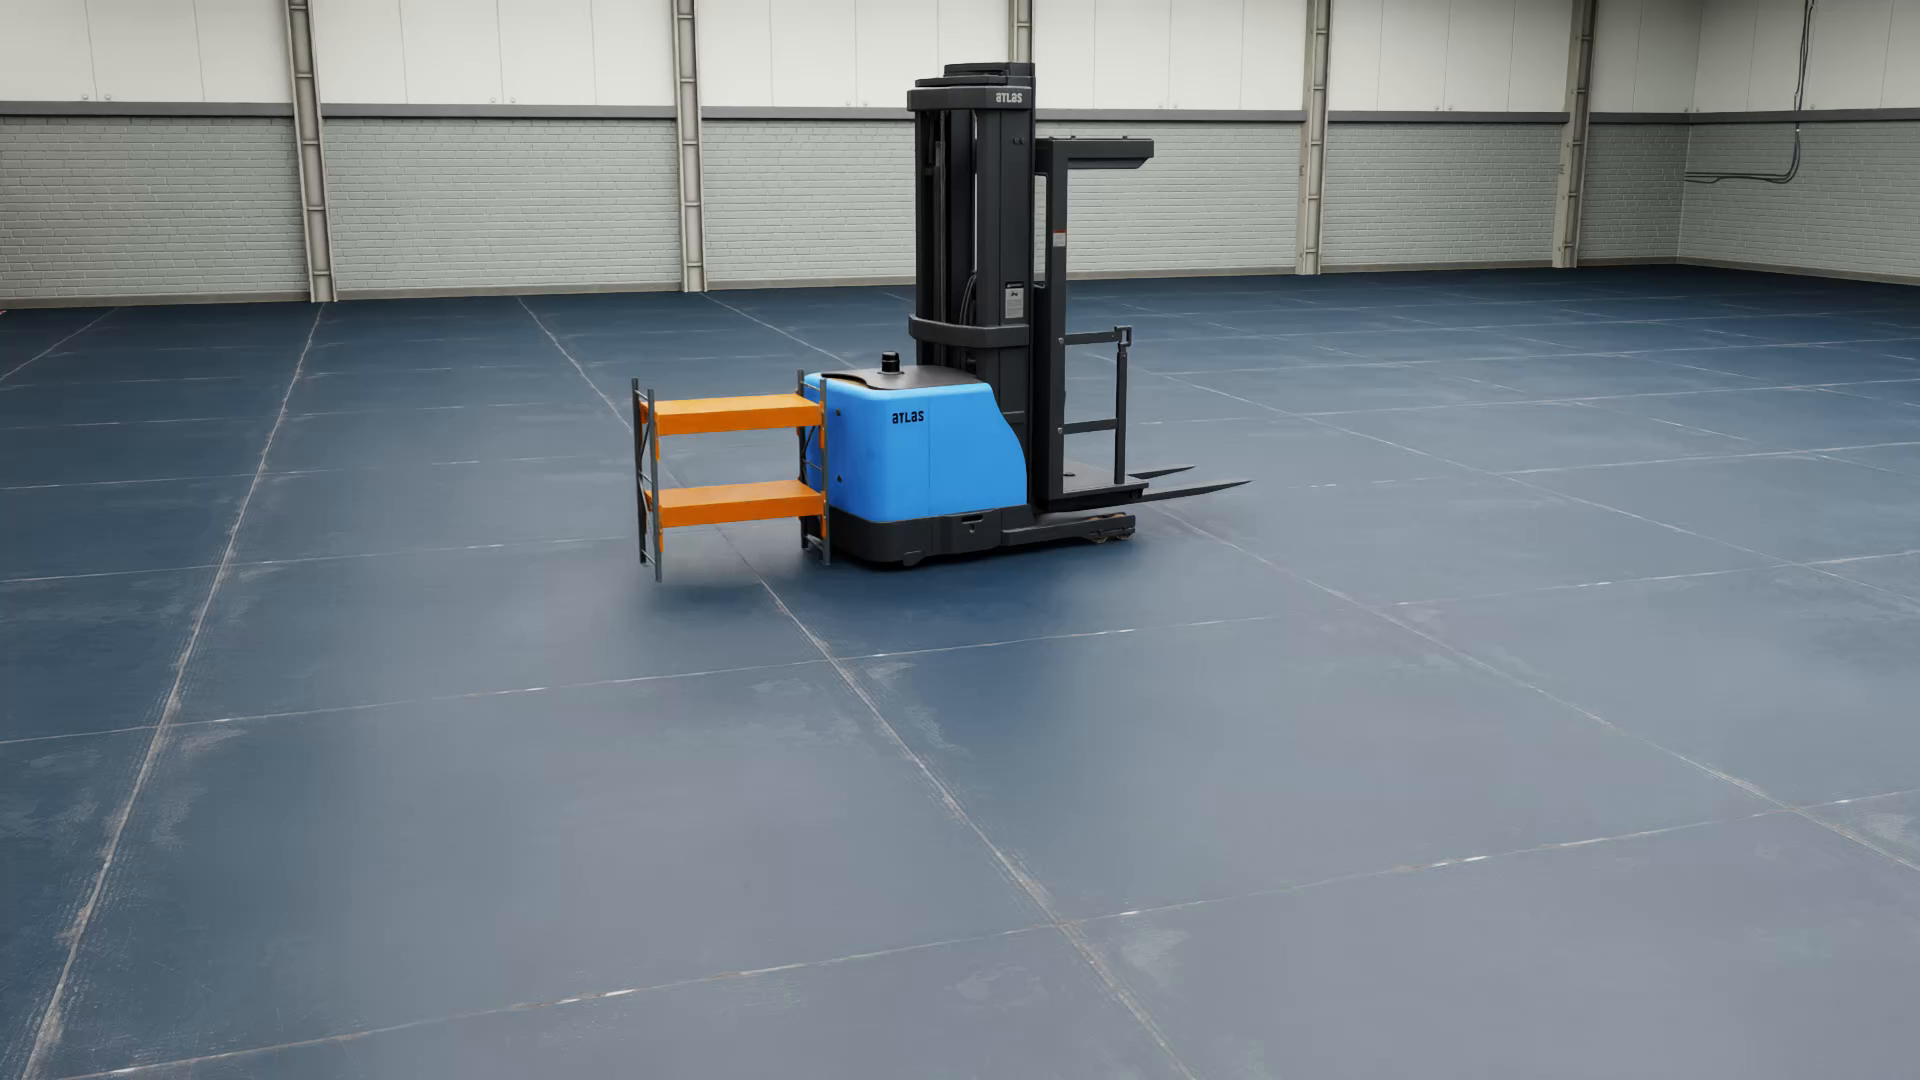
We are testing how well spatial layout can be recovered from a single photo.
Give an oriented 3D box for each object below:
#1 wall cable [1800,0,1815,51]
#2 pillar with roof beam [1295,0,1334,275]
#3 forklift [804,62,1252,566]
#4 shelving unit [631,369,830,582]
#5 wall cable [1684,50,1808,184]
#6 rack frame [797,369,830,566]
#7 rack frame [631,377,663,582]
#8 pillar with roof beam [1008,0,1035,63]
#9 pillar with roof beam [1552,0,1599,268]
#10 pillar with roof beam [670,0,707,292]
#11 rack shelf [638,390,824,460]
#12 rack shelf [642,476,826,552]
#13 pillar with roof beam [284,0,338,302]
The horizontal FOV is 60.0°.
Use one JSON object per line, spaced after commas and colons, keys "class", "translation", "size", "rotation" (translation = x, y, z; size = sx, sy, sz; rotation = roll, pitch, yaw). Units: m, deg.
{"class": "wall cable", "translation": [16.546, -10.294, 30.269], "size": [0.112, 2.526, 3.097], "rotation": [-4, 14, -18]}
{"class": "pillar with roof beam", "translation": [8.155, -8.626, 27.462], "size": [0.400, 9.000, 9.100], "rotation": [-4, 14, -18]}
{"class": "forklift", "translation": [0.533, -1.500, 10.617], "size": [3.031, 2.935, 1.130], "rotation": [-8, 16, -30]}
{"class": "shelving unit", "translation": [-1.360, -0.402, 9.903], "size": [1.048, 1.125, 0.538], "rotation": [-5, 14, -21]}
{"class": "wall cable", "translation": [15.683, -8.430, 33.348], "size": [0.112, 2.526, 3.097], "rotation": [-4, 14, -18]}
{"class": "rack frame", "translation": [-0.889, -0.446, 10.089], "size": [0.032, 1.125, 0.500], "rotation": [-5, 14, -21]}
{"class": "rack frame", "translation": [-1.831, -0.358, 9.717], "size": [0.032, 1.125, 0.500], "rotation": [-5, 14, -21]}
{"class": "pillar with roof beam", "translation": [2.469, -8.183, 25.601], "size": [0.400, 9.000, 9.100], "rotation": [-4, 14, -18]}
{"class": "pillar with roof beam", "translation": [13.842, -9.069, 29.324], "size": [0.400, 9.000, 9.100], "rotation": [-4, 14, -18]}
{"class": "pillar with roof beam", "translation": [-3.218, -7.741, 23.739], "size": [0.400, 9.000, 9.100], "rotation": [-4, 14, -18]}
{"class": "rack shelf", "translation": [-1.360, -0.687, 9.835], "size": [1.000, 0.278, 0.538], "rotation": [-5, 14, -21]}
{"class": "rack shelf", "translation": [-1.360, -0.164, 9.959], "size": [1.000, 0.278, 0.538], "rotation": [-5, 14, -21]}
{"class": "pillar with roof beam", "translation": [-8.905, -7.298, 21.877], "size": [0.400, 9.000, 9.100], "rotation": [-4, 14, -18]}
